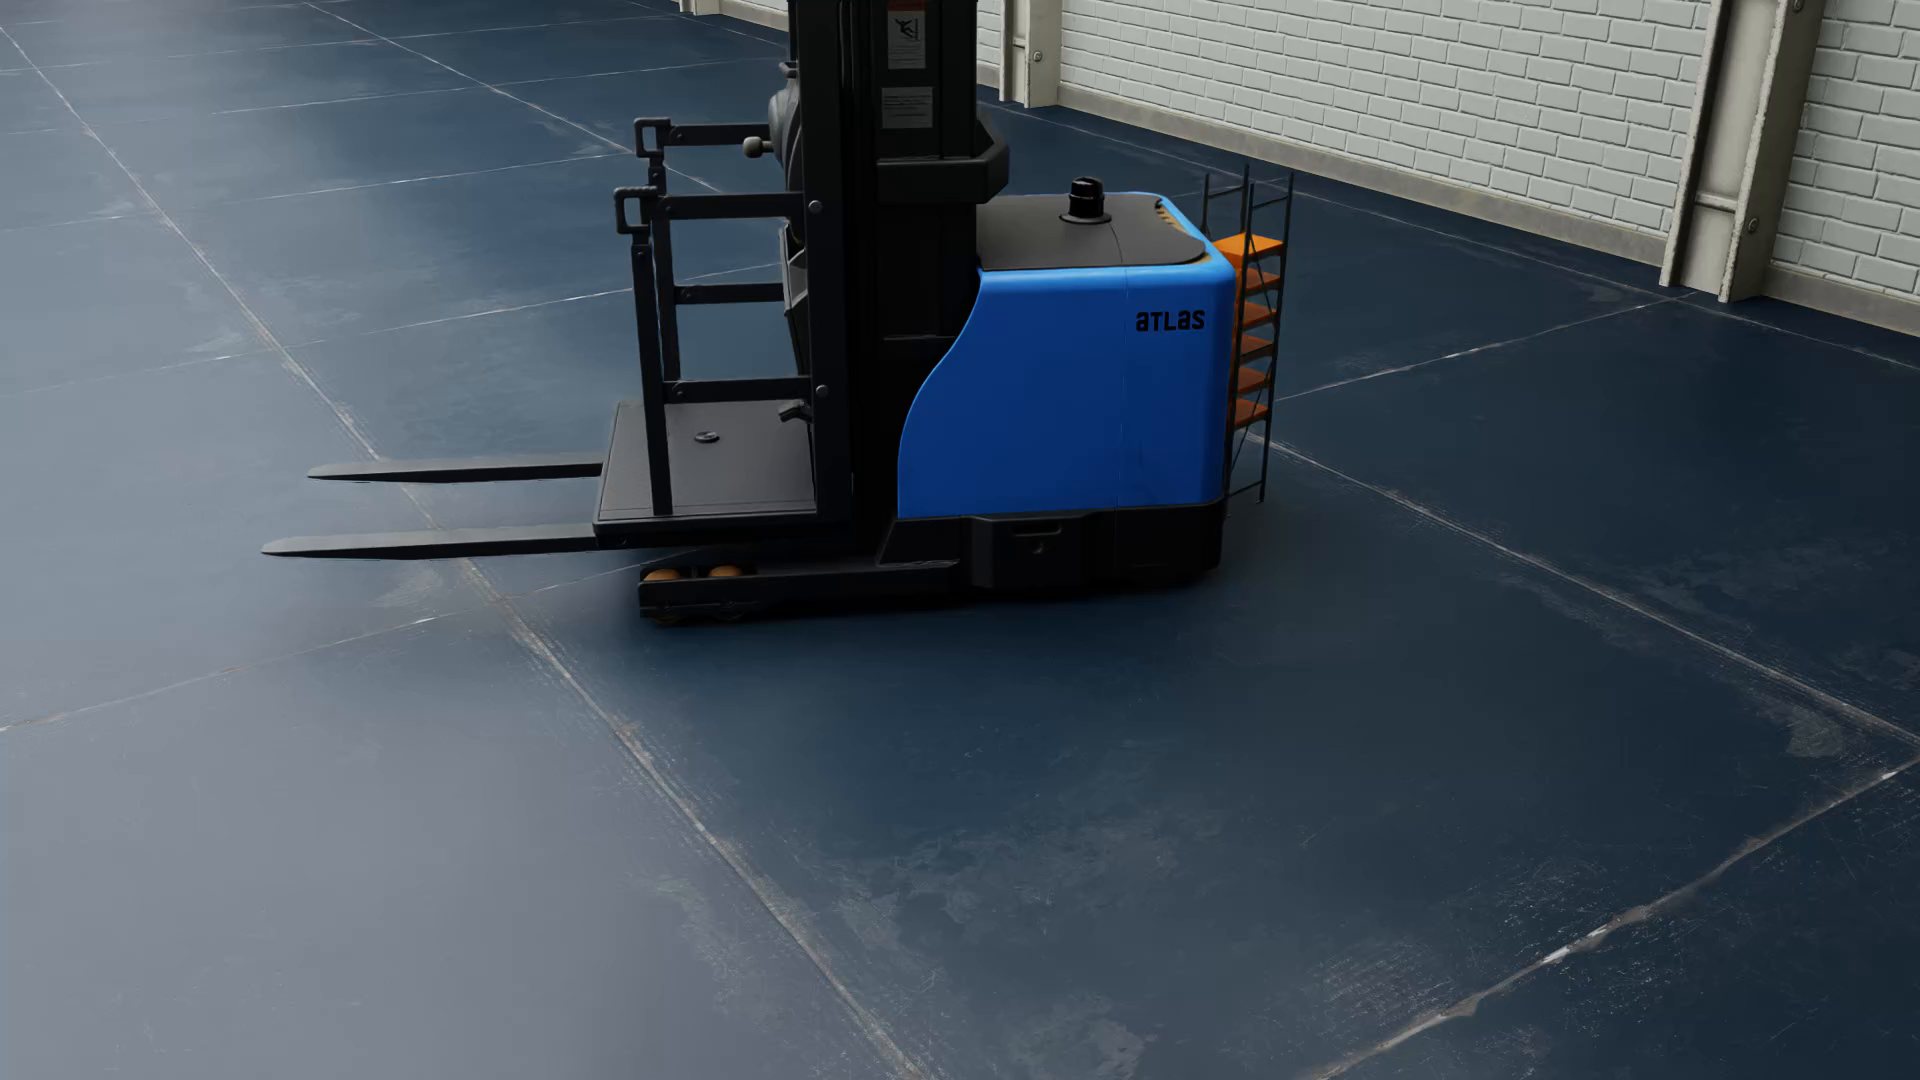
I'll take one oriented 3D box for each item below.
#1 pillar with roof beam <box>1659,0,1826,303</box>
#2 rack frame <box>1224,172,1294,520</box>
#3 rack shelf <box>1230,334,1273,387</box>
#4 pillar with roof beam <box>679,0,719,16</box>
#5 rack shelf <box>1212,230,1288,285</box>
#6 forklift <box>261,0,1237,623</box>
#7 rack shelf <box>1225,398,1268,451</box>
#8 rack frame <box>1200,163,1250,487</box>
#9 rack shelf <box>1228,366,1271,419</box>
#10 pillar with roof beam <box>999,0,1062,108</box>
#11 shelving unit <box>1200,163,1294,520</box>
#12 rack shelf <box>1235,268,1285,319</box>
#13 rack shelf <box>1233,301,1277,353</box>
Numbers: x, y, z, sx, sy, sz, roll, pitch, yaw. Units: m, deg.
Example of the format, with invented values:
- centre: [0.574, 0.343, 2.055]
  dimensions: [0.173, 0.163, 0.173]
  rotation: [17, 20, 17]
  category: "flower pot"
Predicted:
- centre: [0.212, -4.344, 4.411]
  dimensions: [9.100, 9.000, 0.400]
  rotation: [-16, 29, -30]
  category: "pillar with roof beam"
- centre: [1.020, -0.647, 5.714]
  dimensions: [0.240, 1.200, 0.006]
  rotation: [-23, 34, -39]
  category: "rack frame"
- centre: [0.956, -0.635, 5.792]
  dimensions: [0.258, 0.103, 0.180]
  rotation: [-23, 34, -39]
  category: "rack shelf"
- centre: [-6.339, -8.636, 13.503]
  dimensions: [9.100, 9.000, 0.400]
  rotation: [-16, 29, -30]
  category: "pillar with roof beam"
- centre: [0.958, -0.960, 5.636]
  dimensions: [0.258, 0.103, 0.180]
  rotation: [-23, 34, -39]
  category: "rack shelf"
- centre: [-0.702, -1.304, 5.079]
  dimensions: [3.031, 2.935, 1.130]
  rotation: [-3, 25, -6]
  category: "forklift"
- centre: [0.955, -0.419, 5.896]
  dimensions: [0.258, 0.103, 0.180]
  rotation: [-23, 34, -39]
  category: "rack shelf"
- centre: [0.893, -0.704, 5.832]
  dimensions: [0.240, 1.200, 0.006]
  rotation: [-23, 34, -39]
  category: "rack frame"
- centre: [0.955, -0.527, 5.844]
  dimensions: [0.258, 0.103, 0.180]
  rotation: [-23, 34, -39]
  category: "rack shelf"
- centre: [-3.063, -6.490, 8.957]
  dimensions: [9.100, 9.000, 0.400]
  rotation: [-16, 29, -30]
  category: "pillar with roof beam"
- centre: [0.956, -0.675, 5.773]
  dimensions: [0.258, 1.200, 0.189]
  rotation: [-23, 34, -39]
  category: "shelving unit"
- centre: [0.958, -0.852, 5.688]
  dimensions: [0.258, 0.103, 0.180]
  rotation: [-23, 34, -39]
  category: "rack shelf"
- centre: [0.957, -0.743, 5.740]
  dimensions: [0.258, 0.103, 0.180]
  rotation: [-23, 34, -39]
  category: "rack shelf"
